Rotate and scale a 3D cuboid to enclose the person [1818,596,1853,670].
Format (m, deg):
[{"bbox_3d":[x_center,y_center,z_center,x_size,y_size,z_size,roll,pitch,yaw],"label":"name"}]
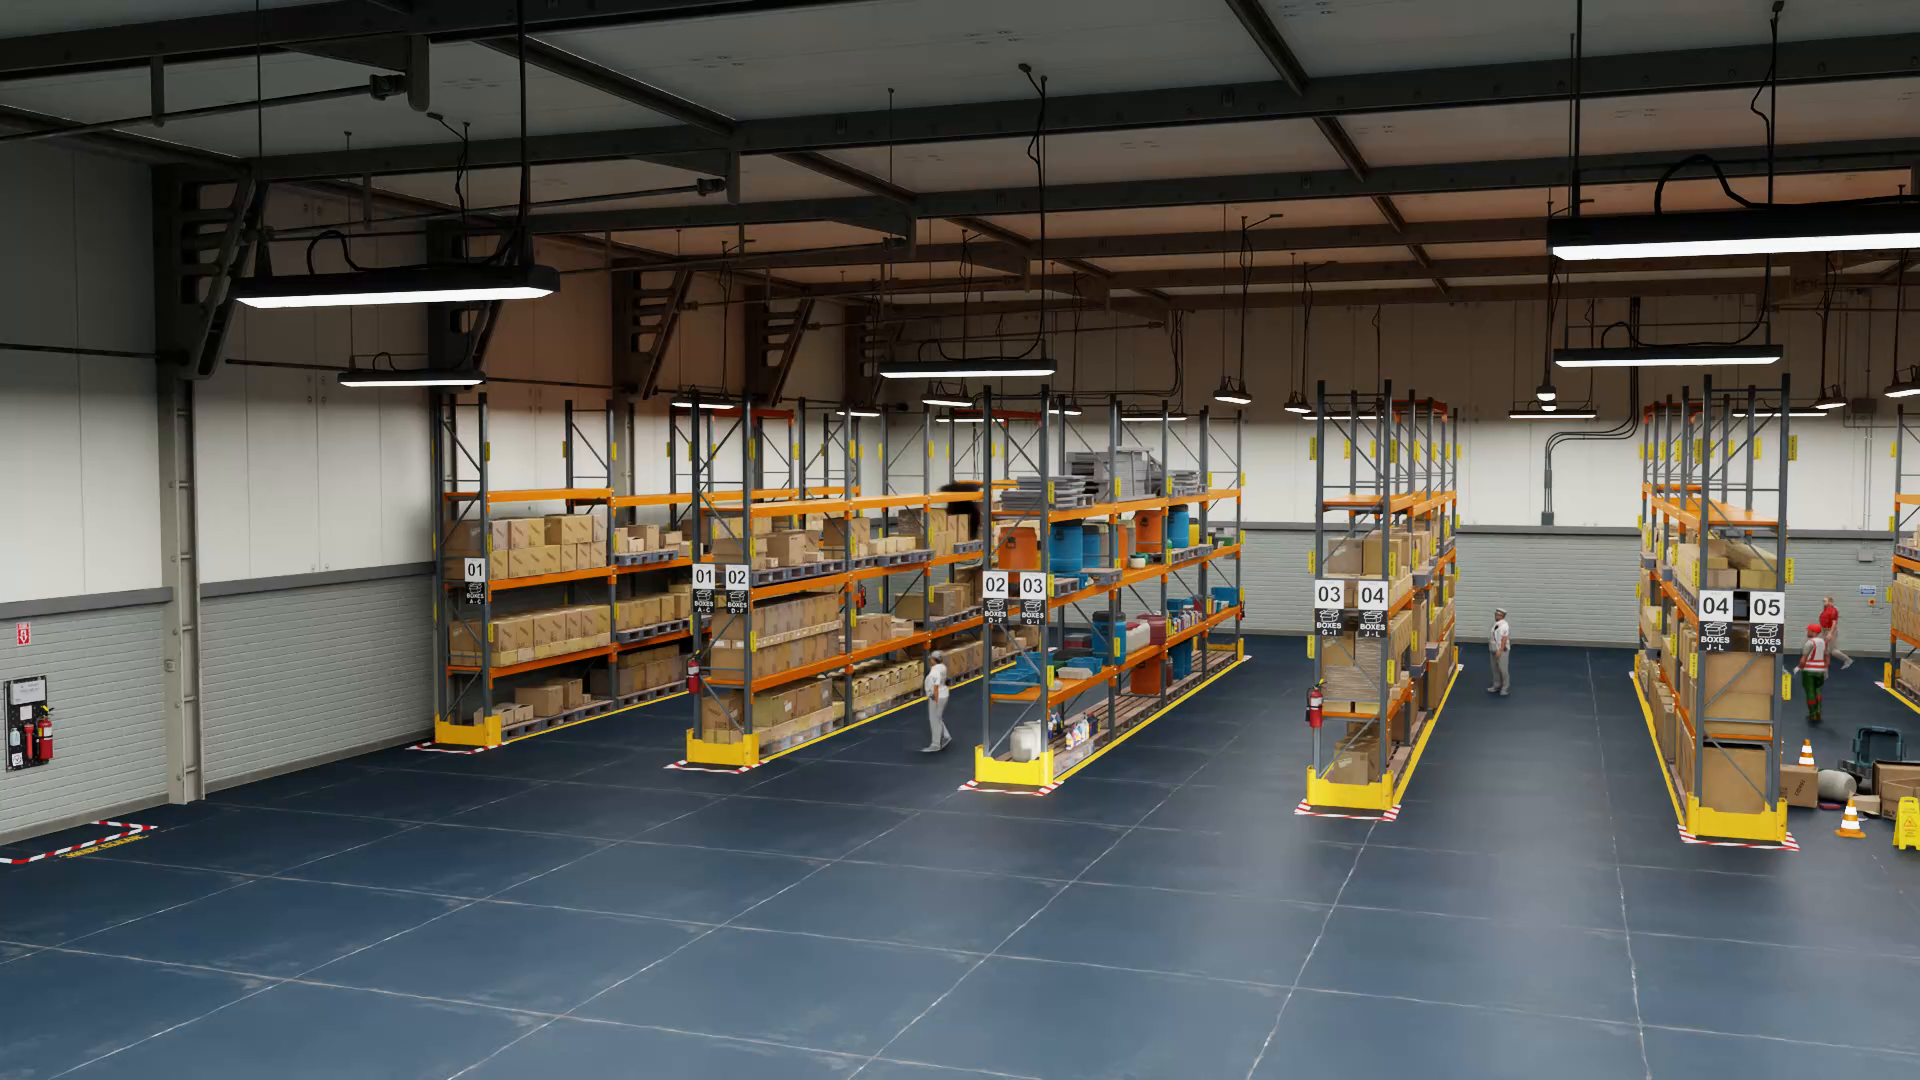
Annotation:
[{"bbox_3d":[19.829,2.126,37.871,0.876,1.683,0.572,0,3,9],"label":"person"}]

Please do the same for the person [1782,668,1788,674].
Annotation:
[{"bbox_3d":[17.374,2.259,35.765,0.432,1.638,0.823,-1,3,-20],"label":"person"}]

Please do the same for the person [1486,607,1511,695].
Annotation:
[{"bbox_3d":[11.173,2.304,34.470,0.428,1.817,0.546,-1,3,-16],"label":"person"}]

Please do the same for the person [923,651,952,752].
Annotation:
[{"bbox_3d":[-0.379,2.690,27.823,0.434,1.691,0.536,1,3,11],"label":"person"}]

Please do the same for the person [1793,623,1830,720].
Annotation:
[{"bbox_3d":[15.852,2.458,30.923,0.618,1.819,0.542,1,3,10],"label":"person"}]
